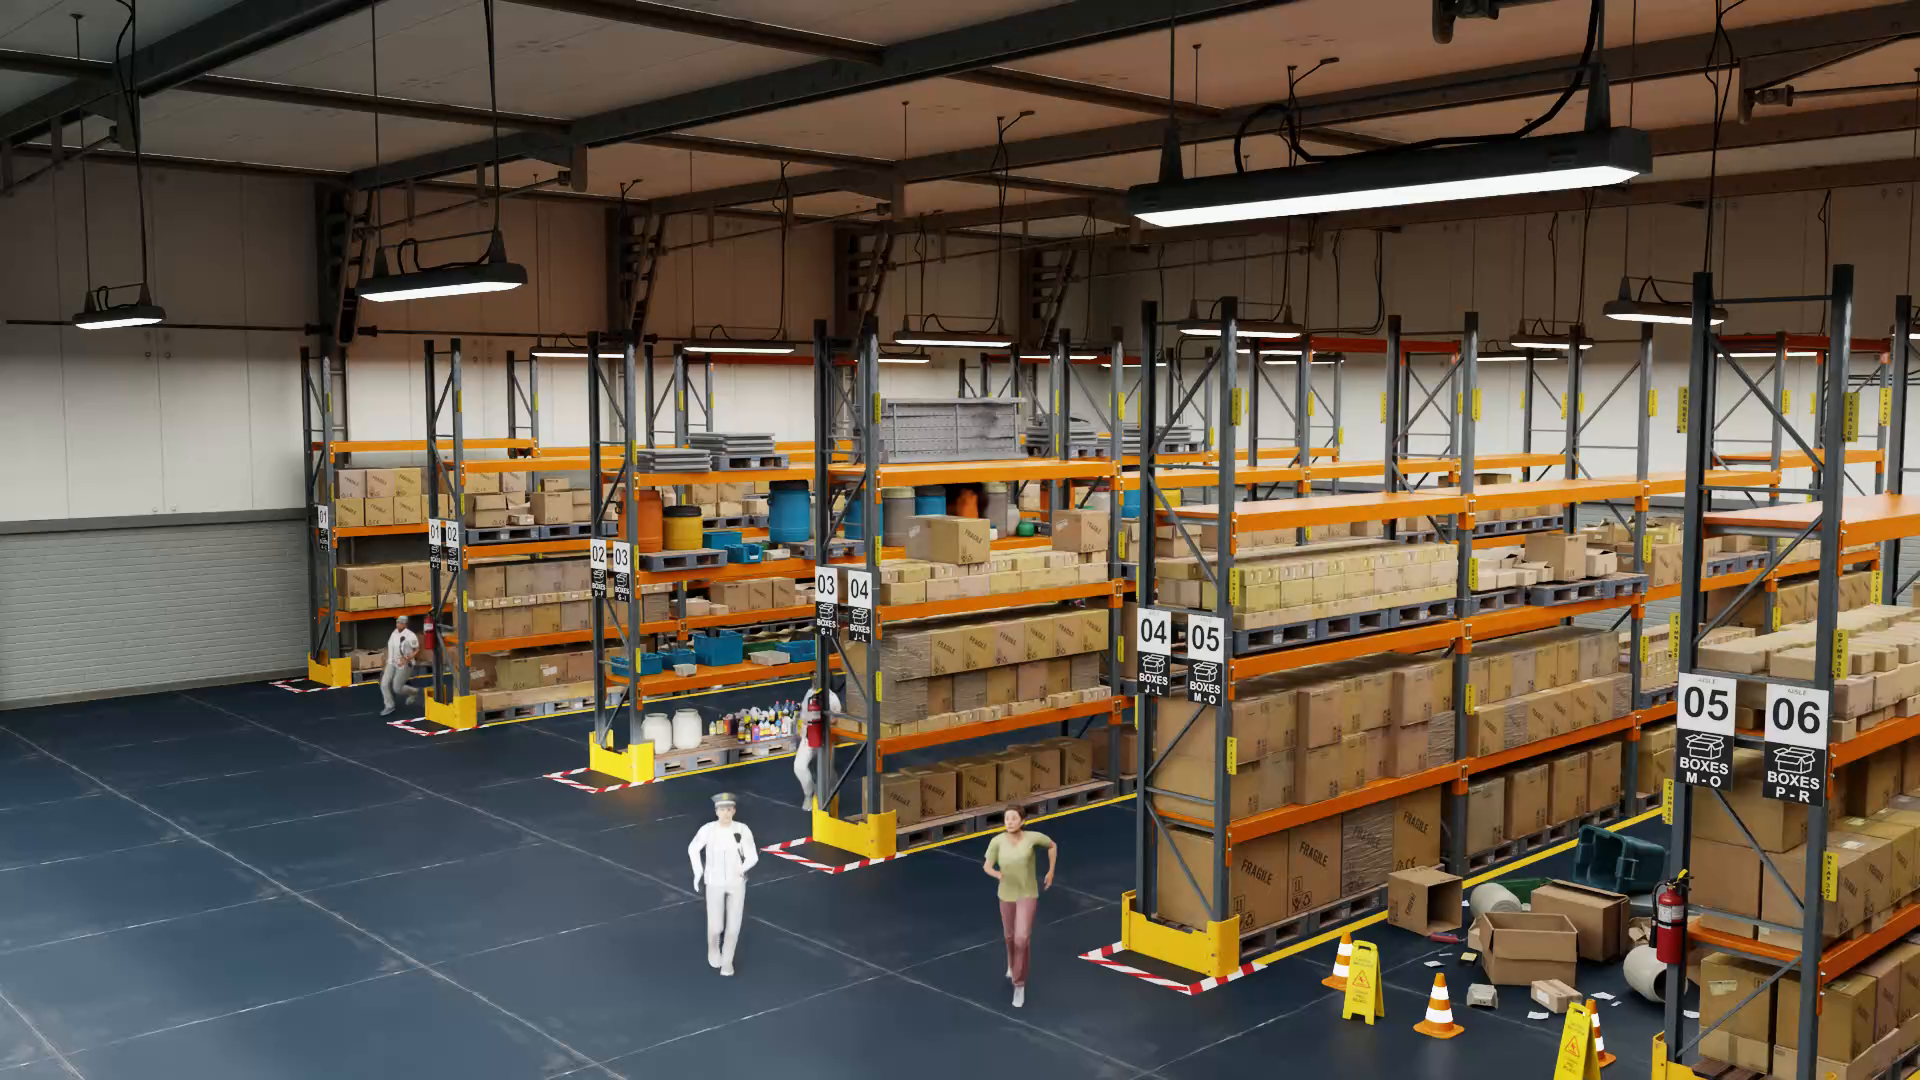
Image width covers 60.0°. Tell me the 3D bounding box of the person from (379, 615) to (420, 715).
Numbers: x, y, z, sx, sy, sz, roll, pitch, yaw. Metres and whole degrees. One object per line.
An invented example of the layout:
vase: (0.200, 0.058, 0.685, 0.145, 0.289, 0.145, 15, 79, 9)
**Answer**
person: (-9.015, 2.012, 26.917, 0.644, 1.624, 0.653, 2, 6, 25)

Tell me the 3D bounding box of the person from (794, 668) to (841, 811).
person: (-1.770, 2.479, 20.603, 0.633, 1.814, 0.717, 3, 6, 29)

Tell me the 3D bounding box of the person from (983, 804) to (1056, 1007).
person: (0.508, 3.083, 14.253, 0.580, 1.695, 0.834, 1, 5, 15)

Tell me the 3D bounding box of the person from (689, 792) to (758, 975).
person: (-2.076, 3.044, 14.654, 0.599, 1.657, 0.562, -1, 5, -11)
